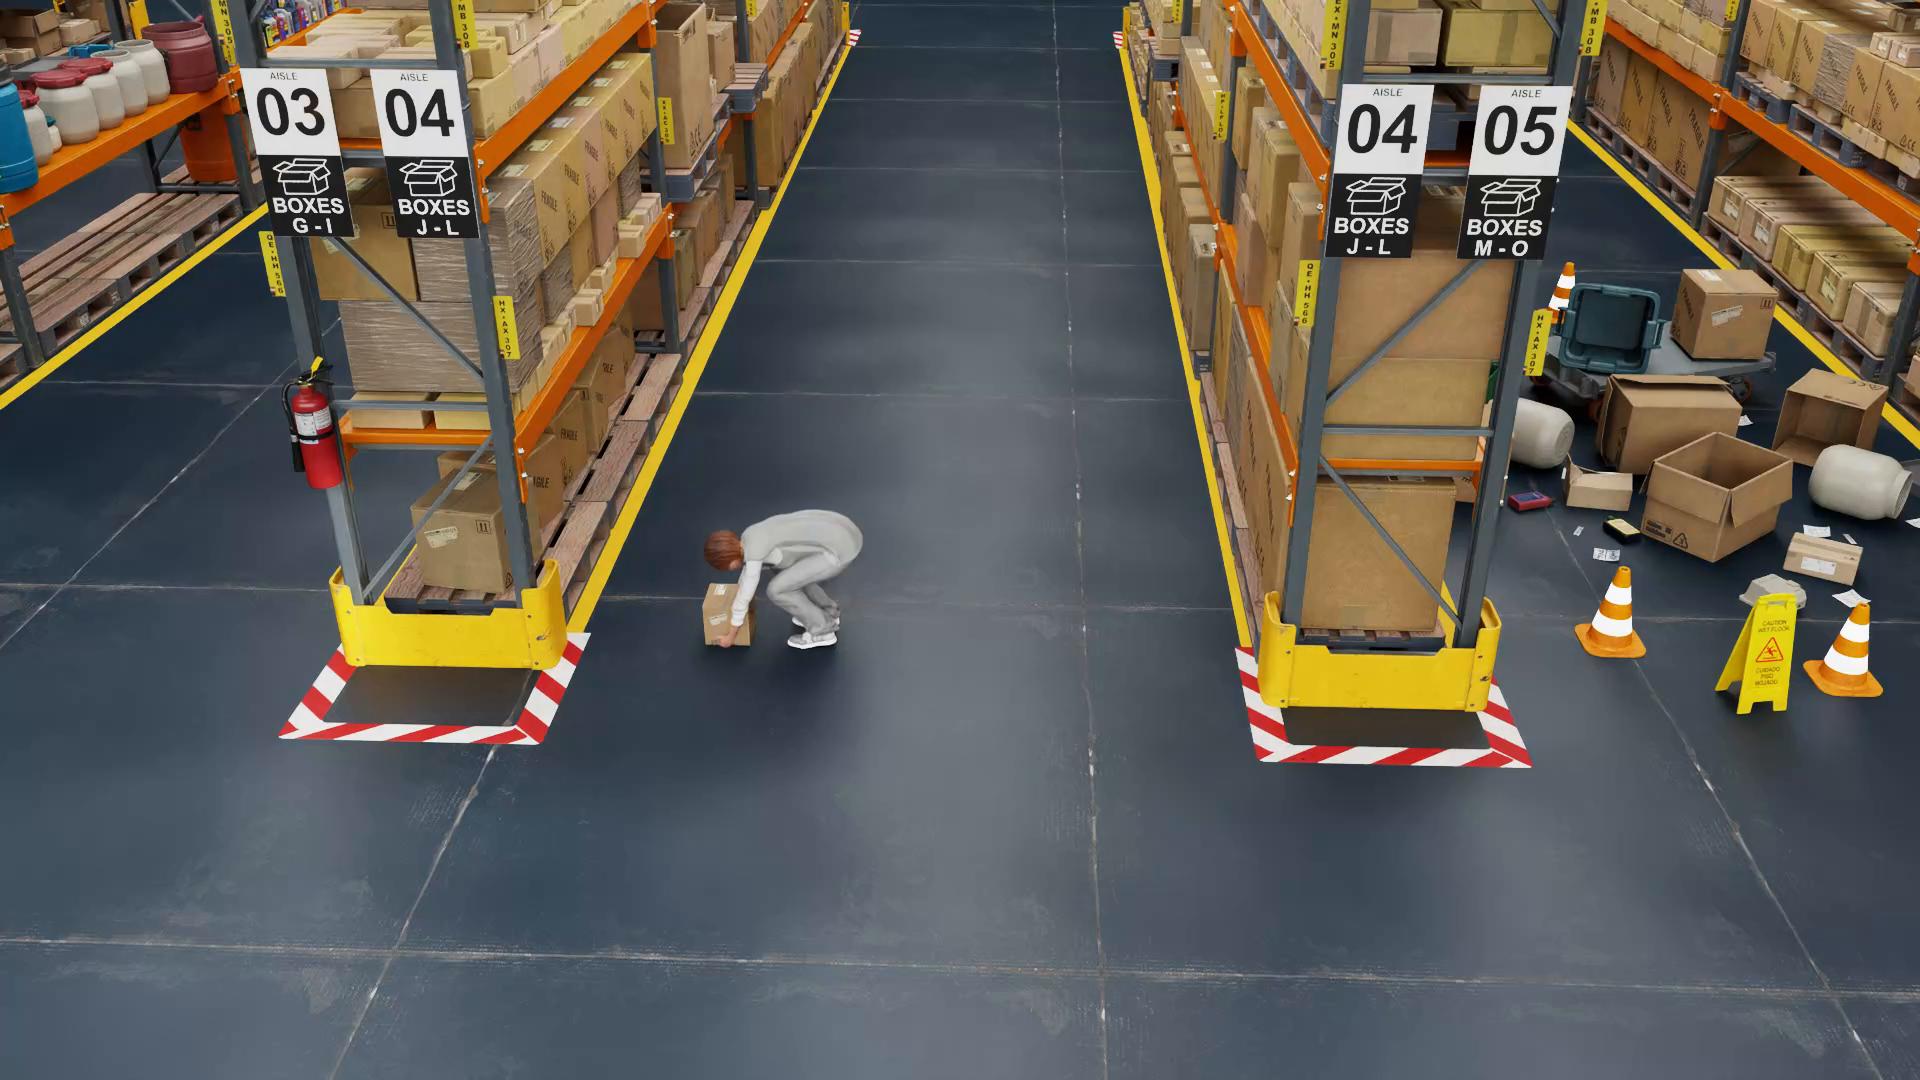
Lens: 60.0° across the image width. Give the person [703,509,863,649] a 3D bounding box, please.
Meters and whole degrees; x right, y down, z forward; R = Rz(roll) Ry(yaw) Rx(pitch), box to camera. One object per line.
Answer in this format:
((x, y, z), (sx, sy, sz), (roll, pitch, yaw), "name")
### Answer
((-0.963, 0.222, 9.175), (0.871, 0.735, 0.402), (0, 28, 0), "person")
